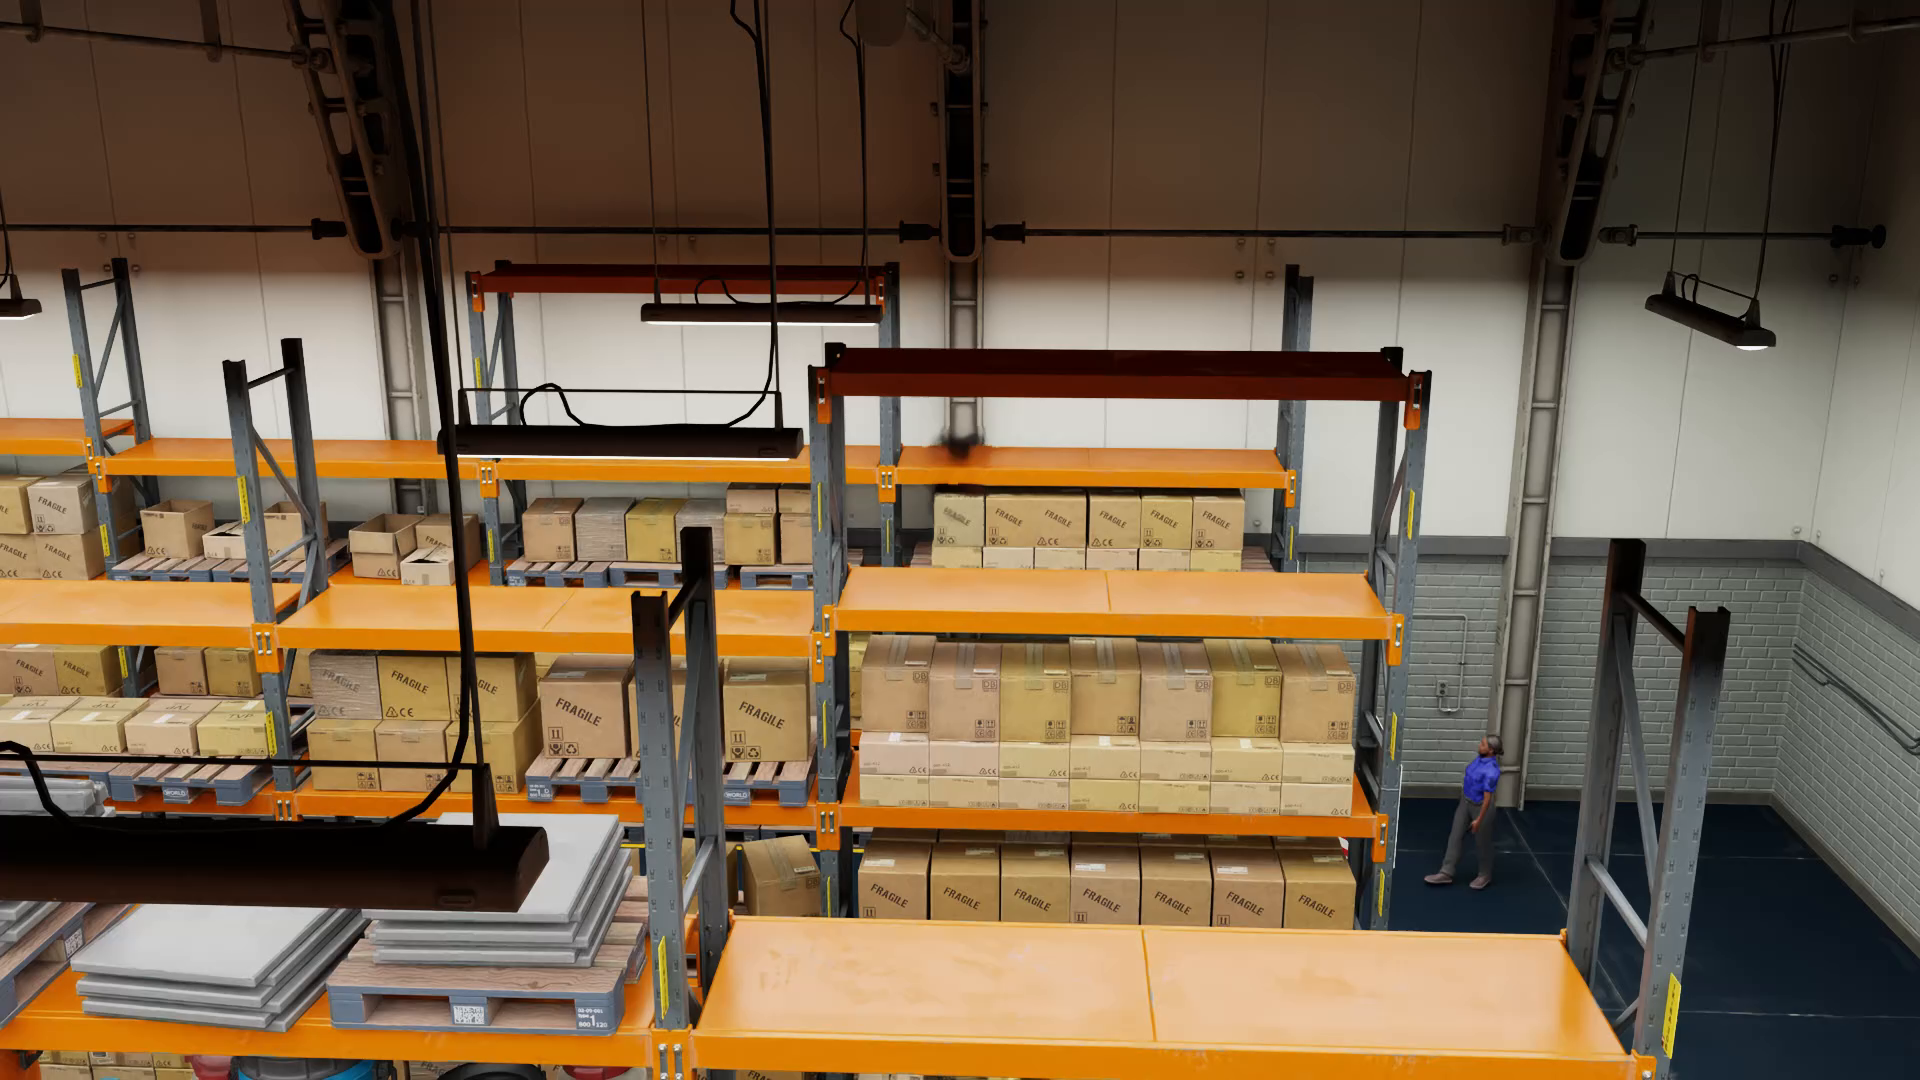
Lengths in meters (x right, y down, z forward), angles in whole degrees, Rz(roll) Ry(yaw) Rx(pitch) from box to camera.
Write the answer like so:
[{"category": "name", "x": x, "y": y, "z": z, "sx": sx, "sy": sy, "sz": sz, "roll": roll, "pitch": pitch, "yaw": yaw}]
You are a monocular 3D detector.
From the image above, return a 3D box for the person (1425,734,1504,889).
[{"category": "person", "x": 5.034, "y": 2.691, "z": 16.419, "sx": 0.675, "sy": 1.639, "sz": 0.467, "roll": -7, "pitch": 18, "yaw": -23}]
